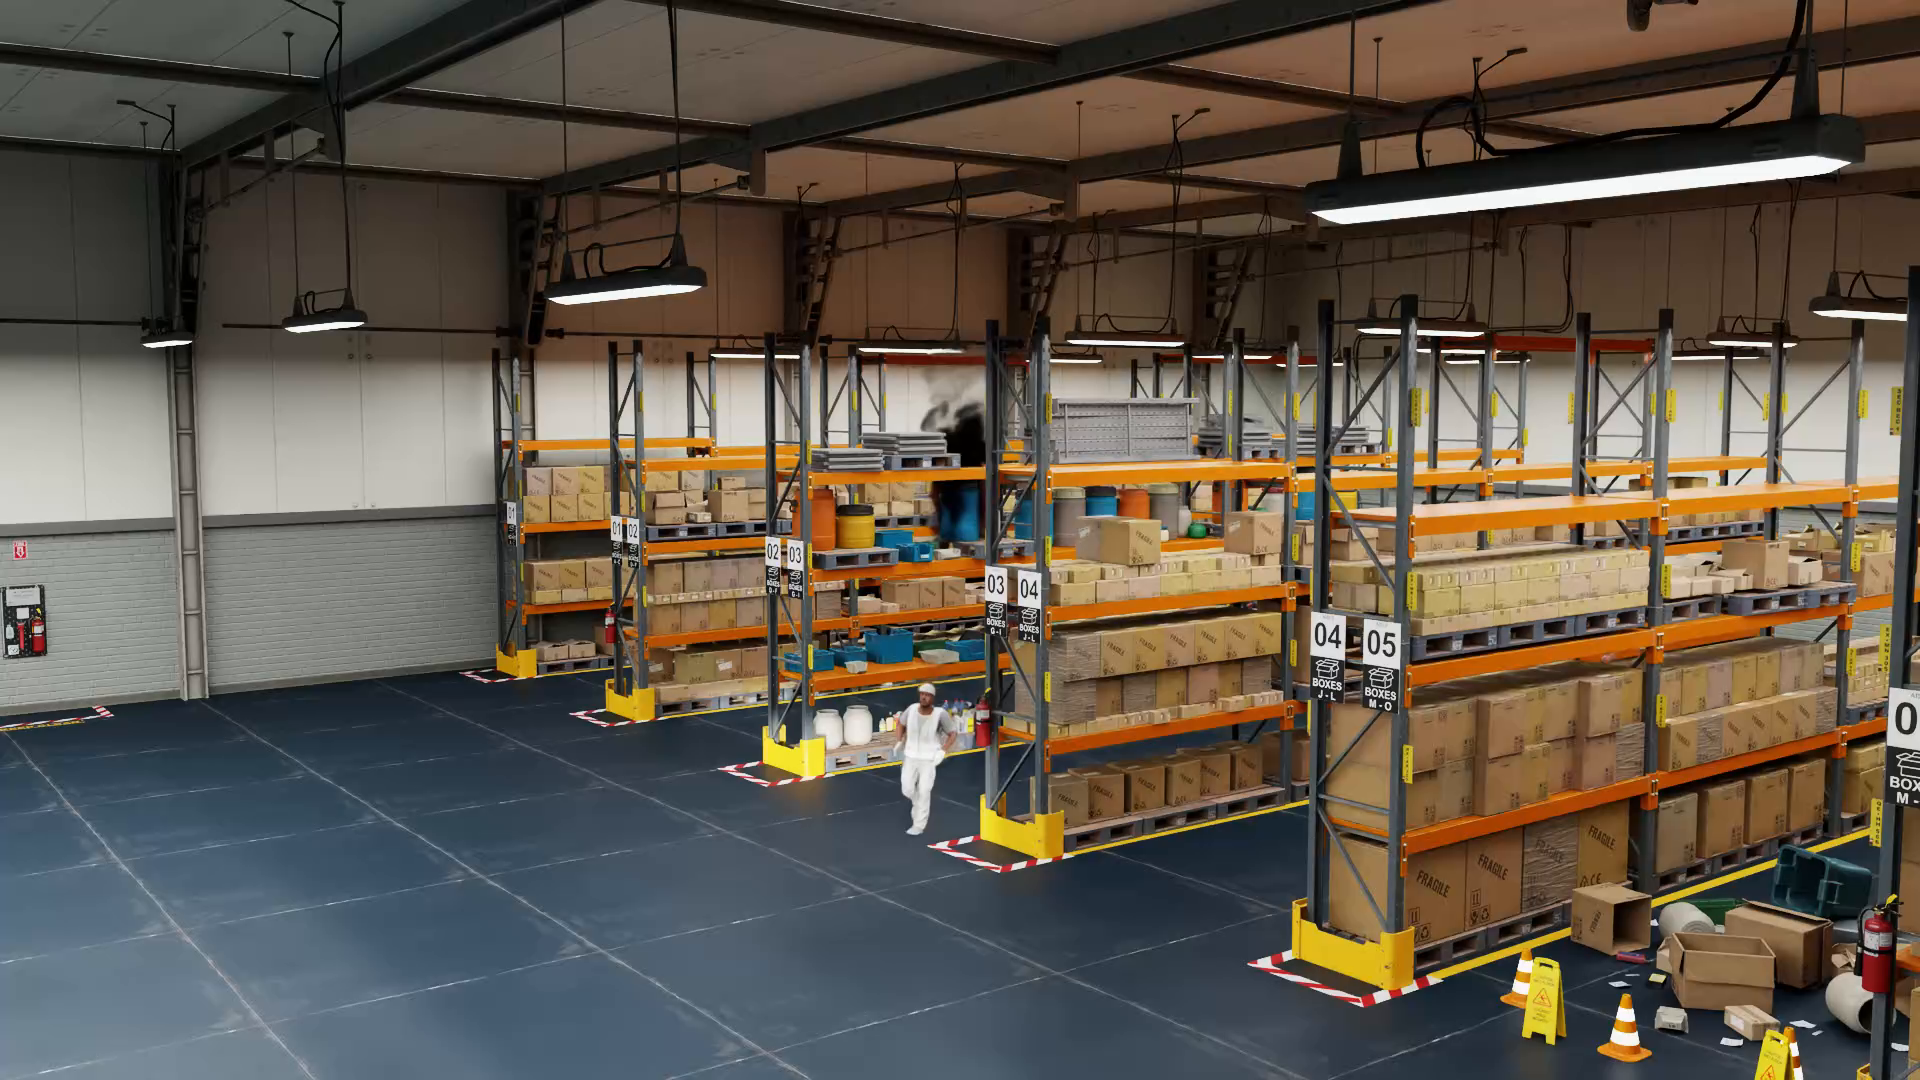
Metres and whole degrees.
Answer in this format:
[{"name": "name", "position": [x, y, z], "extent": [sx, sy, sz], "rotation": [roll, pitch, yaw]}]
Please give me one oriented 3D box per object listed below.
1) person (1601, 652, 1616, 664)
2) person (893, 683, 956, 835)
[{"name": "person", "position": [8.773, 2.314, 22.686], "extent": [0.930, 1.697, 0.595], "rotation": [-5, 7, -42]}, {"name": "person", "position": [-0.409, 2.557, 19.478], "extent": [0.739, 1.782, 0.543], "rotation": [2, 5, 18]}]
